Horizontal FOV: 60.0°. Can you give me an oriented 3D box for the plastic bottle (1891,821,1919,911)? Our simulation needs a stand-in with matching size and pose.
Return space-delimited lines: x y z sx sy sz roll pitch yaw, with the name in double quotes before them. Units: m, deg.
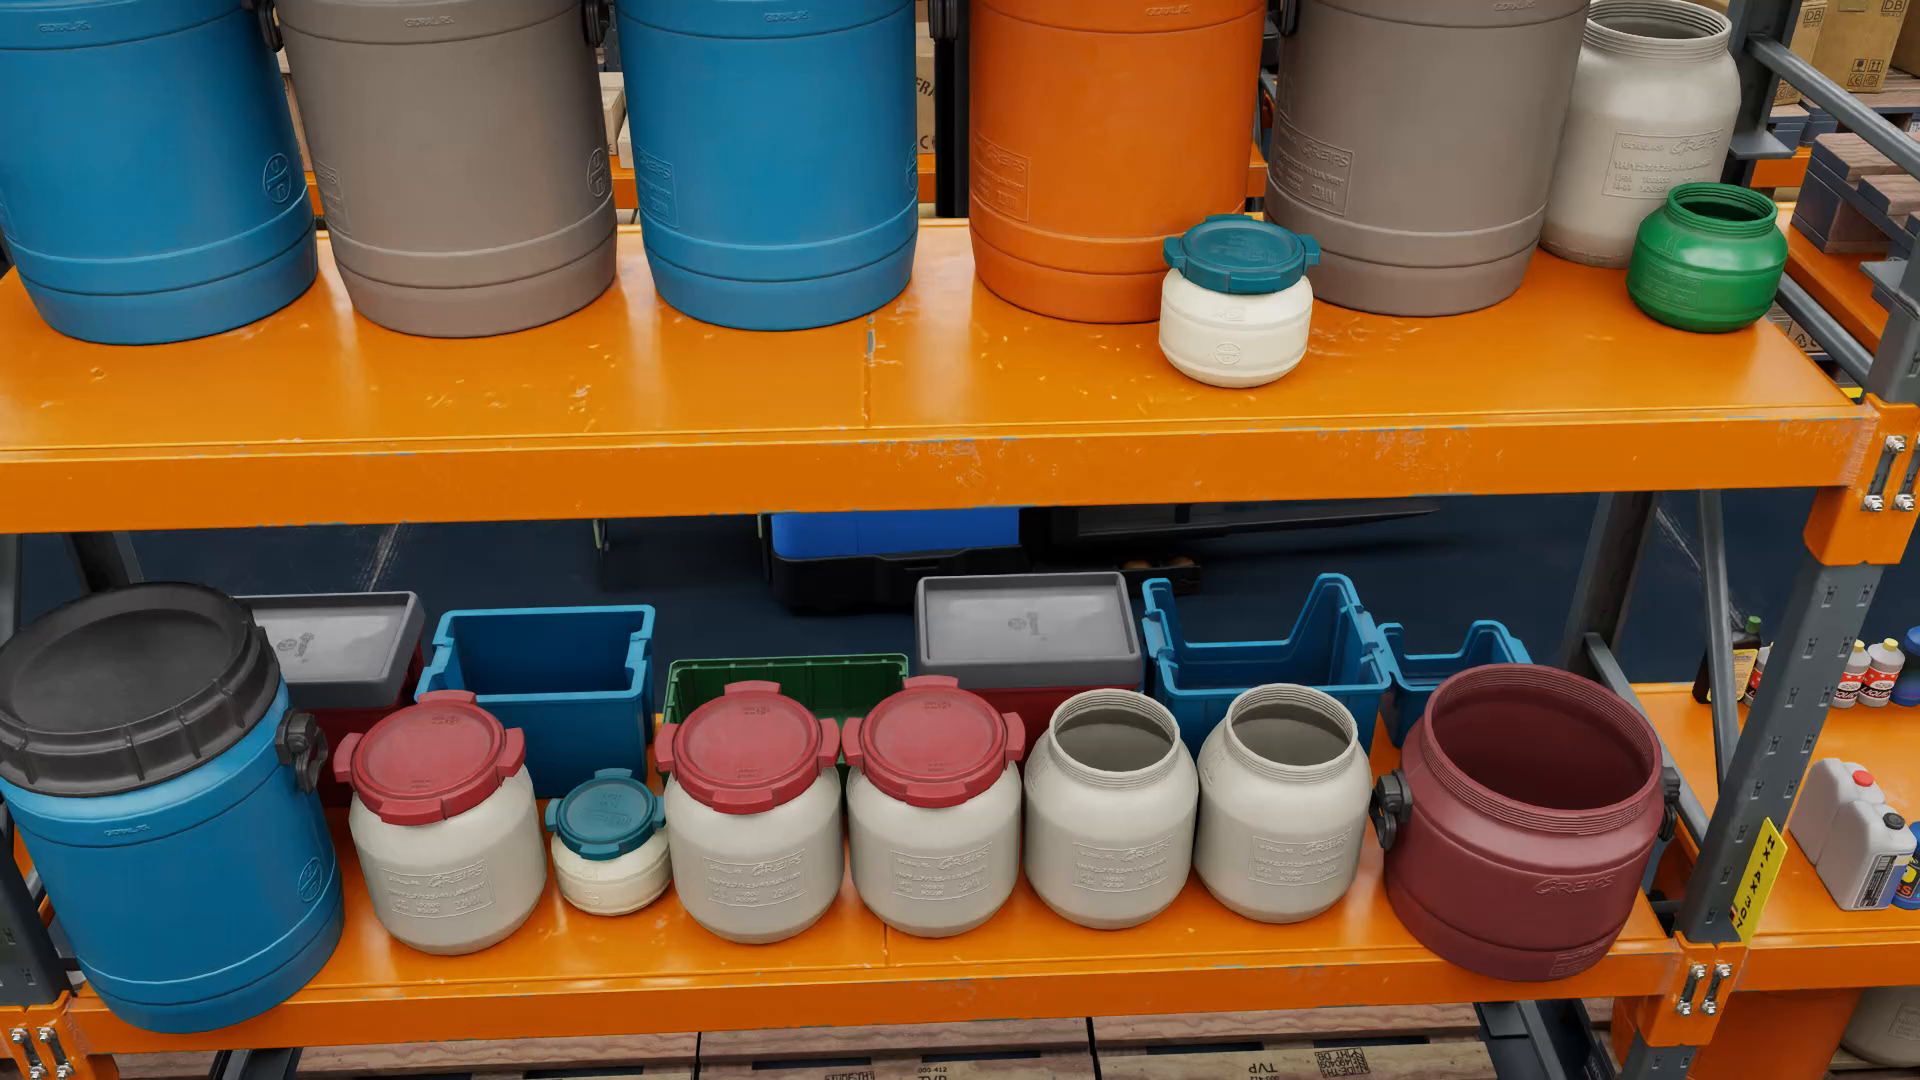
"plastic bottle" 2.367 0.782 4.097 0.097 0.271 0.097 0 35 0

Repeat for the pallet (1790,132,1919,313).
"pallet" 2.571 -0.576 3.477 1.213 0.211 1.003 -2 35 -2

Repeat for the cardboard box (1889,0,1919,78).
"cardboard box" 5.083 -2.707 8.569 0.500 0.500 0.700 -13 37 -18

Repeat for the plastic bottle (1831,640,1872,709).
"plastic bottle" 2.533 0.374 4.748 0.097 0.201 0.097 0 35 0

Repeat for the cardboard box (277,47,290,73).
"cardboard box" -3.194 -2.328 7.820 0.250 0.149 0.380 -3 35 -4

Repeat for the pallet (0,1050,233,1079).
"pallet" -2.866 1.793 4.973 1.213 0.211 1.003 -2 35 -2

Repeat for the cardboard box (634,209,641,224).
"cardboard box" -1.514 -1.627 9.020 0.500 0.311 0.500 -1 35 -1

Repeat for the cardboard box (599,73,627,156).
"cardboard box" -1.934 -2.140 8.338 0.500 0.250 0.500 1 35 1

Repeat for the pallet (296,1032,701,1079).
"pallet" -1.411 1.756 5.027 1.213 0.211 1.003 -2 35 -2

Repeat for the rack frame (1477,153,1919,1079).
"rack frame" 1.802 0.545 4.327 0.127 3.000 1.000 -2 35 -2

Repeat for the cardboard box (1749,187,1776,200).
"cardboard box" 4.073 -1.939 9.067 0.500 0.250 0.500 -1 35 -2

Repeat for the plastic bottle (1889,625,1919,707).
"plastic bottle" 2.727 0.340 4.736 0.097 0.271 0.097 0 35 0

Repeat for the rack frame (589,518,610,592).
"rack frame" -1.617 -0.497 7.150 0.023 1.500 0.400 -4 35 -5

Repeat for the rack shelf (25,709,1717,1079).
"rack shelf" -0.196 0.894 4.454 4.000 0.370 1.077 -2 35 -2

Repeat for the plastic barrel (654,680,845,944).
"plastic barrel" -0.495 0.676 4.018 0.433 0.535 0.433 0 35 0

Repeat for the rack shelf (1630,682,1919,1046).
"rack shelf" 3.800 0.787 4.610 4.000 0.370 1.077 -2 35 -2

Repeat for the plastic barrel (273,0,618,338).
"plastic barrel" -1.042 -0.942 3.399 0.600 0.901 0.600 0 35 0

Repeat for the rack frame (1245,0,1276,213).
"rack frame" 1.571 -2.271 8.396 0.127 3.000 1.000 -2 35 -2

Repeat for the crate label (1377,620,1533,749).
"crate label" 1.364 0.412 4.666 0.416 0.233 0.303 -2 35 -2

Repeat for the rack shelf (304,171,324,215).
"rack shelf" -4.422 -1.814 8.367 4.000 0.370 1.077 -2 35 -2

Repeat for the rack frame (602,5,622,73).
"rack frame" -2.662 -4.979 12.309 0.127 3.000 1.000 -2 35 -2

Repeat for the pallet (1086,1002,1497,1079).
"pallet" 1.026 1.690 5.122 1.213 0.211 1.003 -2 35 -2

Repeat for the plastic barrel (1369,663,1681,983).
"plastic barrel" 1.353 0.673 4.022 0.708 0.536 0.600 -2 35 -2

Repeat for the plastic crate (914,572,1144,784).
"plastic crate" 0.173 0.388 4.497 0.583 0.464 0.402 -2 35 -2

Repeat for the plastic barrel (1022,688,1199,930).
"plastic barrel" 0.364 0.659 4.063 0.421 0.512 0.421 0 35 0

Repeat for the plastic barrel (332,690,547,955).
"plastic barrel" -1.227 0.695 3.990 0.433 0.535 0.433 0 35 0

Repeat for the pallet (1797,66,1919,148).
"pallet" 4.763 -2.340 8.665 1.213 0.211 1.003 -2 35 -2

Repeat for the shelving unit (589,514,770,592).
"shelving unit" -1.254 -0.521 7.185 0.755 1.500 0.431 -4 35 -5

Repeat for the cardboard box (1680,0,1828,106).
"cardboard box" 3.805 -2.510 8.284 0.500 0.500 0.700 -10 36 -14

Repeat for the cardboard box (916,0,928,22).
"cardboard box" -0.399 -4.214 13.013 0.500 0.500 0.700 -2 35 -2

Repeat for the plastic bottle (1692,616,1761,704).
"plastic bottle" 2.186 0.339 4.726 0.133 0.283 0.061 -2 35 -2

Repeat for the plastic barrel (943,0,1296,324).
"plastic barrel" 0.318 -0.949 3.472 0.708 0.830 0.600 -2 35 -2

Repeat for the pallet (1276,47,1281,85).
"pallet" 2.245 -2.250 8.534 1.003 0.211 1.213 -2 35 -2

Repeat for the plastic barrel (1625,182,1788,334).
"plastic barrel" 1.558 -0.589 3.466 0.294 0.245 0.294 0 35 0

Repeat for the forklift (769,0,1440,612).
"forklift" 0.643 -1.248 6.978 3.031 2.935 1.130 -4 35 -5

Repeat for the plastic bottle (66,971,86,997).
"plastic bottle" -2.736 1.387 5.182 0.097 0.201 0.097 0 35 0

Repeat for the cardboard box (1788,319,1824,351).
"cardboard box" 4.593 -1.347 8.871 0.500 0.500 0.500 -1 35 -2

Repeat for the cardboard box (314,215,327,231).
"cardboard box" -3.377 -1.370 8.482 0.500 0.500 0.500 -2 35 -2

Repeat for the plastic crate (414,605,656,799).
"plastic crate" -1.106 0.452 4.474 0.575 0.384 0.392 -2 35 -2

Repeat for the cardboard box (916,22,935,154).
"cardboard box" -0.104 -2.258 8.289 0.500 0.500 0.500 -3 35 -5

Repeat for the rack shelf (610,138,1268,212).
"rack shelf" -0.426 -1.921 8.523 4.000 0.370 1.077 -2 35 -2

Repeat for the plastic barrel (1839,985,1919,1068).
"plastic barrel" 2.850 1.306 5.044 0.421 0.512 0.421 0 35 0

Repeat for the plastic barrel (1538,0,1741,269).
"plastic barrel" 1.477 -0.901 3.681 0.421 0.512 0.421 0 35 0
